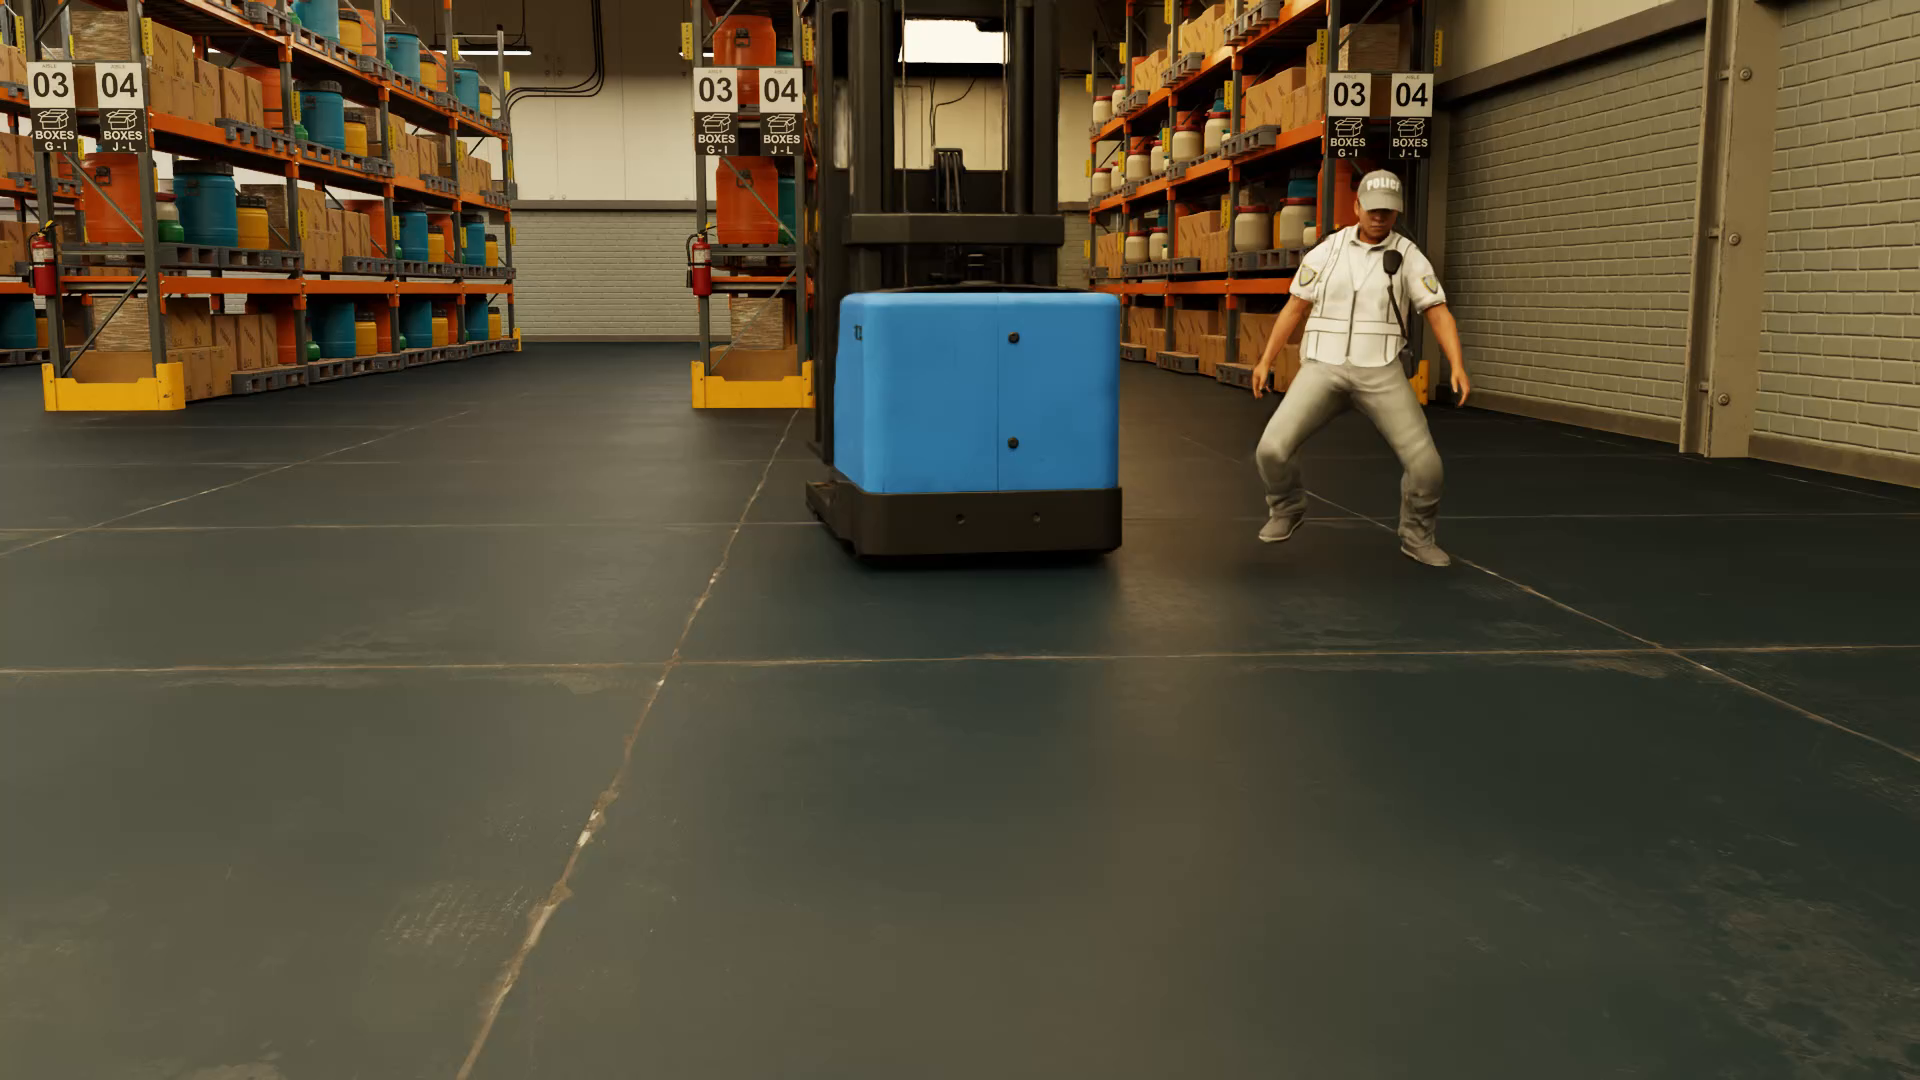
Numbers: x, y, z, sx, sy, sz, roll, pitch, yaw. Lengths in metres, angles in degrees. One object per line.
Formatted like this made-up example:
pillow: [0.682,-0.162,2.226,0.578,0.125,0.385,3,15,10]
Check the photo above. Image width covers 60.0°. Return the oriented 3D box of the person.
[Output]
person: [1.585,-0.668,6.598,0.865,1.568,0.590,3,9,22]

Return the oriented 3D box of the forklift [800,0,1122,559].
forklift: [-0.146,-1.548,7.754,1.130,2.935,3.031,-2,9,-11]
